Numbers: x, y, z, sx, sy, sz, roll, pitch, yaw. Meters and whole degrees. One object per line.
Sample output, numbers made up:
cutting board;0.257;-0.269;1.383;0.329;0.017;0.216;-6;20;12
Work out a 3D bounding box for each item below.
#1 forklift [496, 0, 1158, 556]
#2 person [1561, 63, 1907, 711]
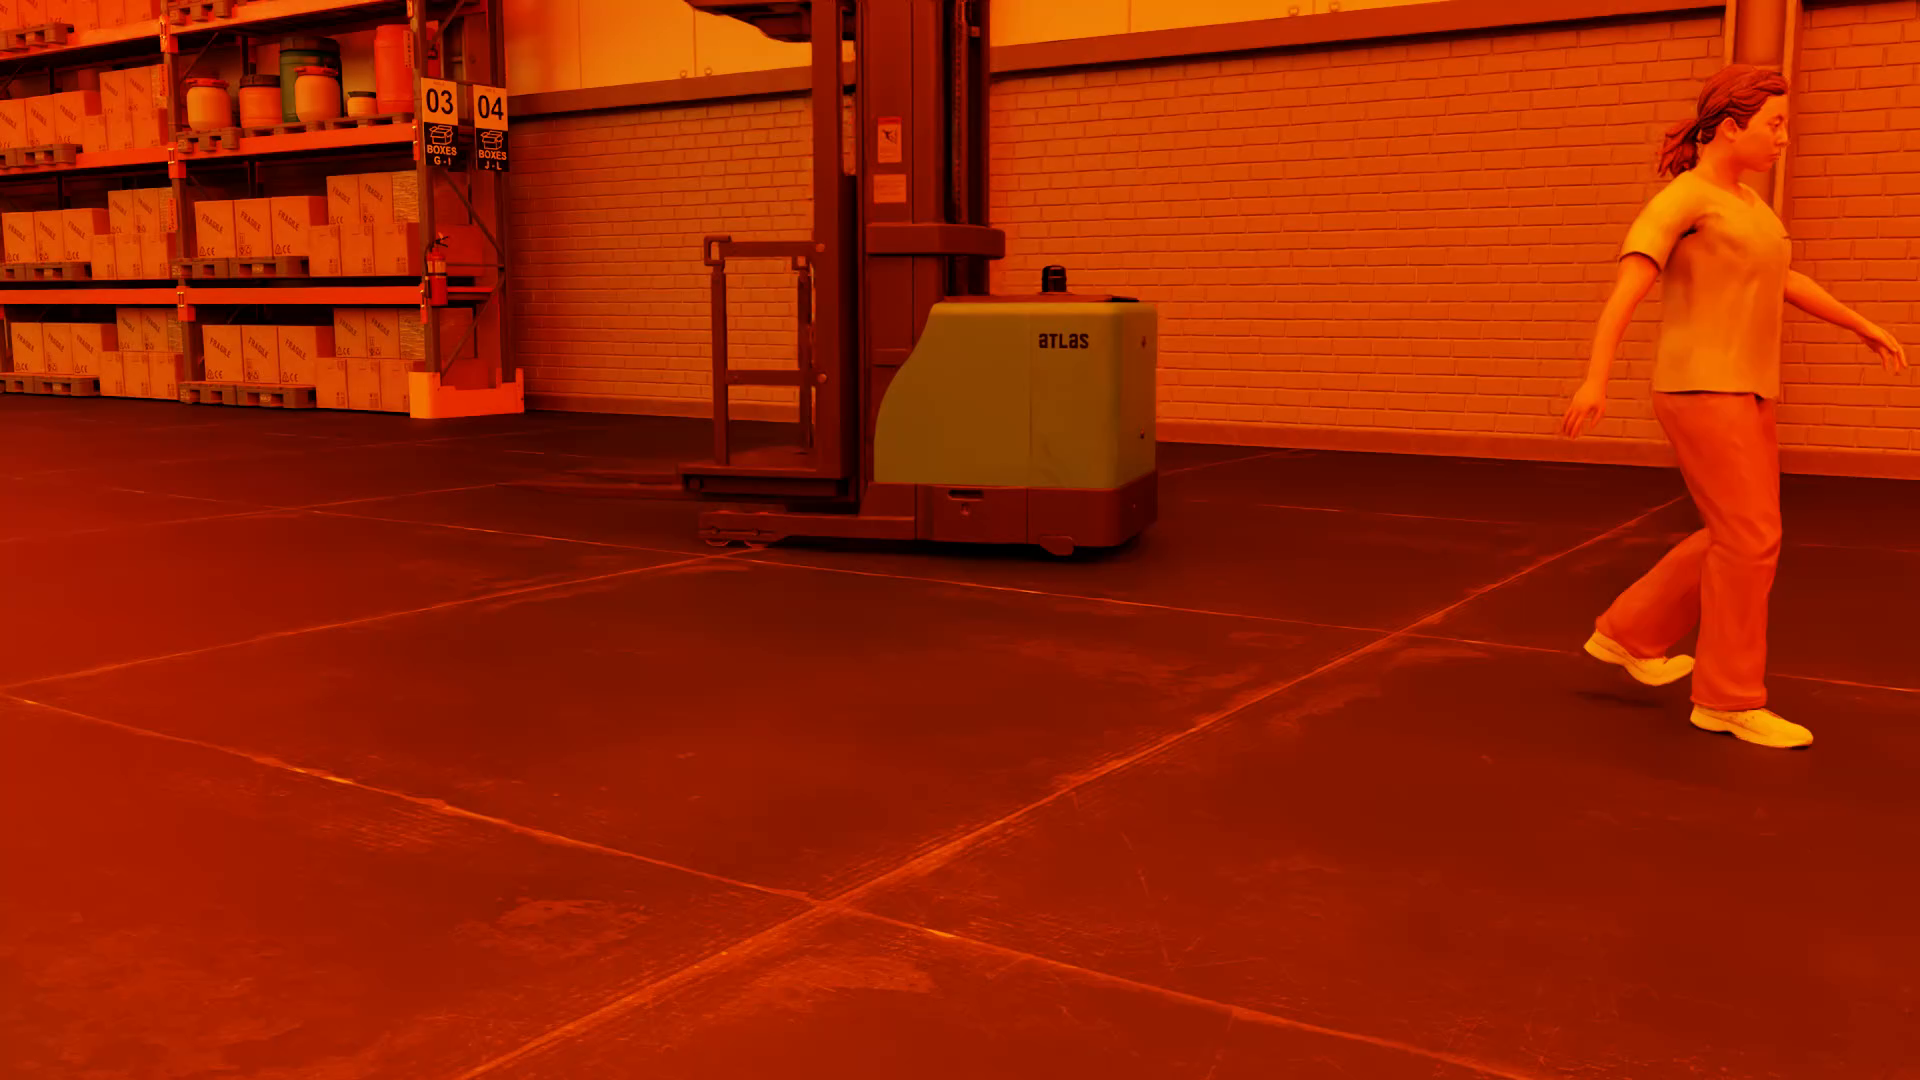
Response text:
forklift;-0.656;-1.478;7.588;3.031;2.935;1.130;2;8;17
person;1.909;-0.384;4.192;0.807;1.585;0.651;-8;11;-44
